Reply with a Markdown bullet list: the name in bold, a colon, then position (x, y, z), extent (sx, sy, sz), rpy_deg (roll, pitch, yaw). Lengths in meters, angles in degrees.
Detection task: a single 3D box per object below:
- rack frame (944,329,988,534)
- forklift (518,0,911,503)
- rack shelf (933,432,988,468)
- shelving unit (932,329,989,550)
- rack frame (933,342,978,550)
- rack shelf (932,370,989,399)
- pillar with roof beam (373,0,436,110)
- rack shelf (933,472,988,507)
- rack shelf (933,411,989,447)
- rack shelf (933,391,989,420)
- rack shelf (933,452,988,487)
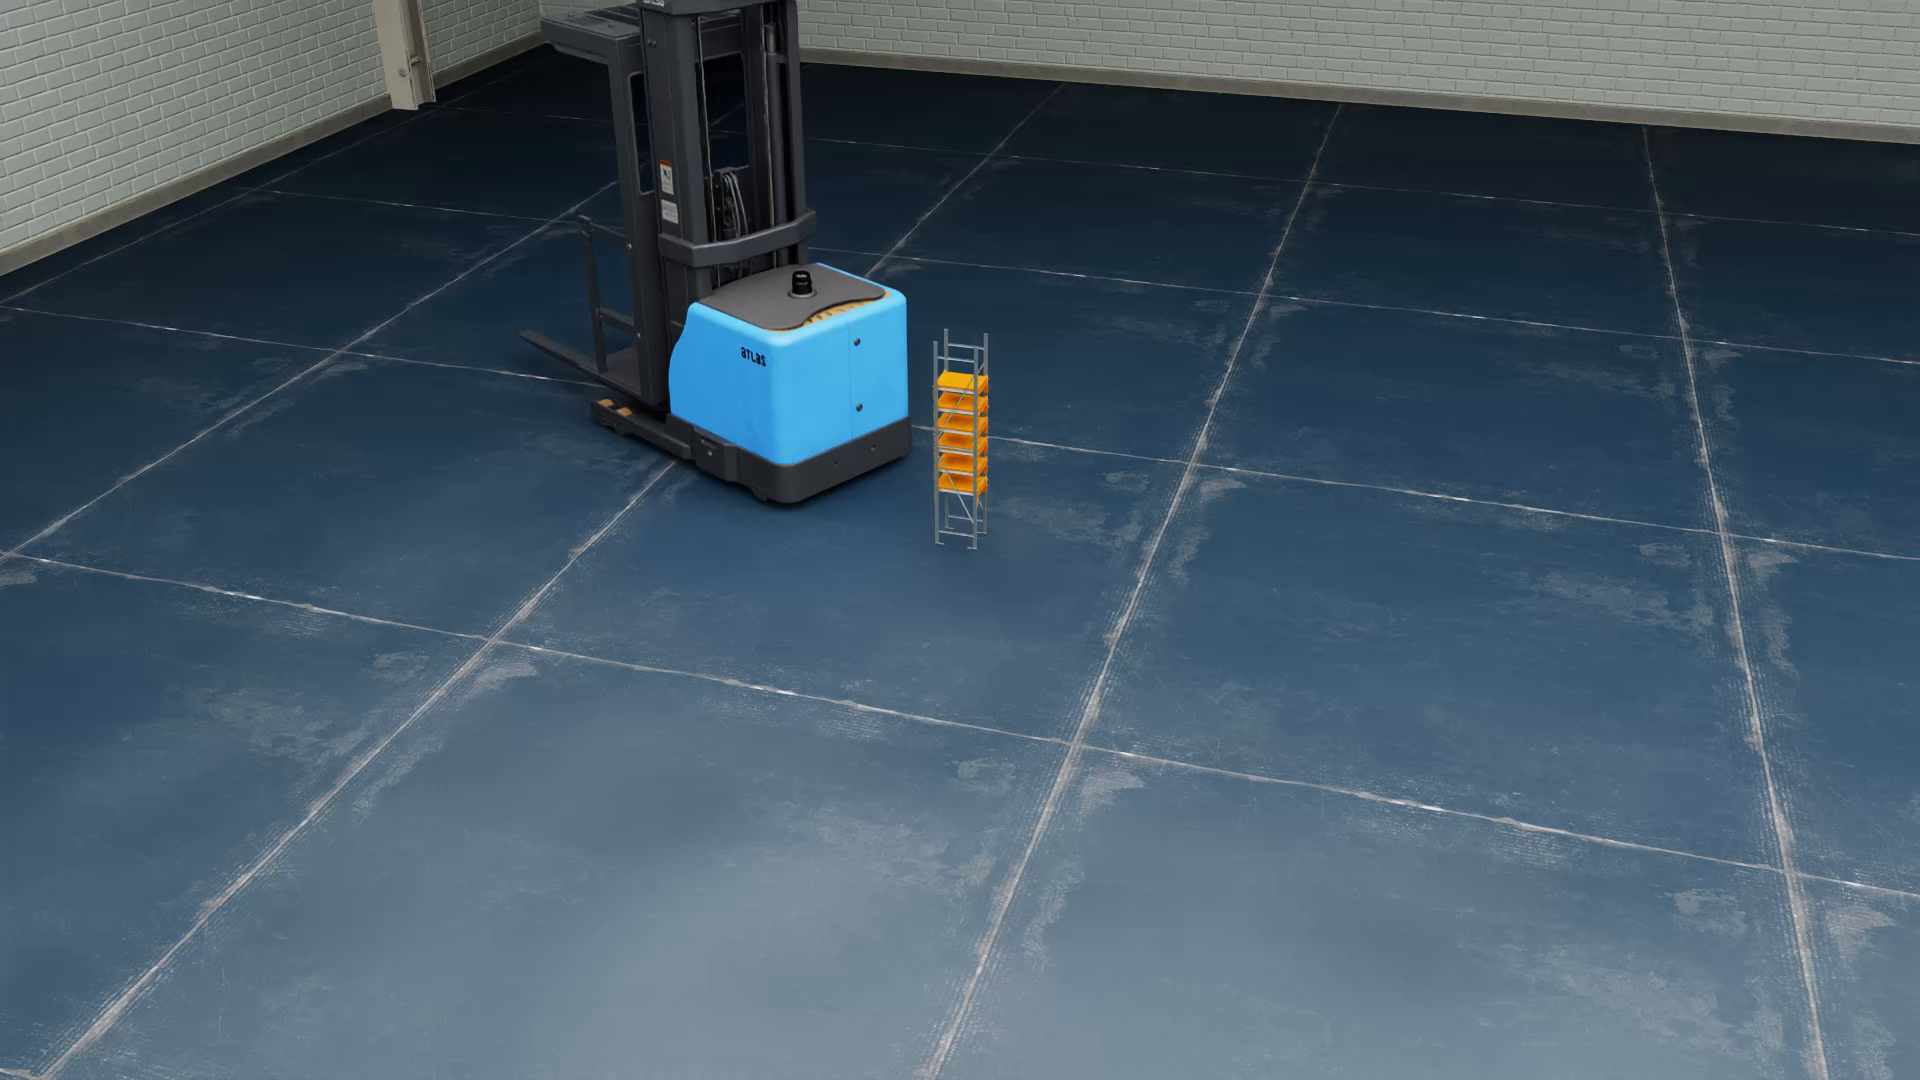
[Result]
- **rack frame**: position (0.031, -0.574, 9.047), extent (0.240, 1.200, 0.006), rpy_deg (8, 30, 15)
- **forklift**: position (-1.701, -2.102, 10.014), extent (3.031, 2.935, 1.130), rpy_deg (25, 38, 38)
- **rack shelf**: position (0.004, -0.492, 8.992), extent (0.258, 0.103, 0.180), rpy_deg (8, 30, 15)
- **shelving unit**: position (0.004, -0.531, 8.970), extent (0.258, 1.200, 0.189), rpy_deg (8, 30, 15)
- **rack frame**: position (-0.023, -0.489, 8.894), extent (0.240, 1.200, 0.006), rpy_deg (8, 30, 15)
- **rack shelf**: position (0.004, -0.807, 8.817), extent (0.258, 0.103, 0.180), rpy_deg (8, 30, 15)
- **pillar with roof beam**: position (-1.632, -7.899, 14.192), extent (9.100, 9.000, 0.400), rpy_deg (8, 30, 15)
- **rack shelf**: position (0.004, -0.282, 9.109), extent (0.258, 0.103, 0.180), rpy_deg (8, 30, 15)
- **rack shelf**: position (0.004, -0.597, 8.934), extent (0.258, 0.103, 0.180), rpy_deg (8, 30, 15)
- **rack shelf**: position (0.004, -0.702, 8.875), extent (0.258, 0.103, 0.180), rpy_deg (8, 30, 15)
- **rack shelf**: position (0.004, -0.387, 9.050), extent (0.258, 0.103, 0.180), rpy_deg (8, 30, 15)
